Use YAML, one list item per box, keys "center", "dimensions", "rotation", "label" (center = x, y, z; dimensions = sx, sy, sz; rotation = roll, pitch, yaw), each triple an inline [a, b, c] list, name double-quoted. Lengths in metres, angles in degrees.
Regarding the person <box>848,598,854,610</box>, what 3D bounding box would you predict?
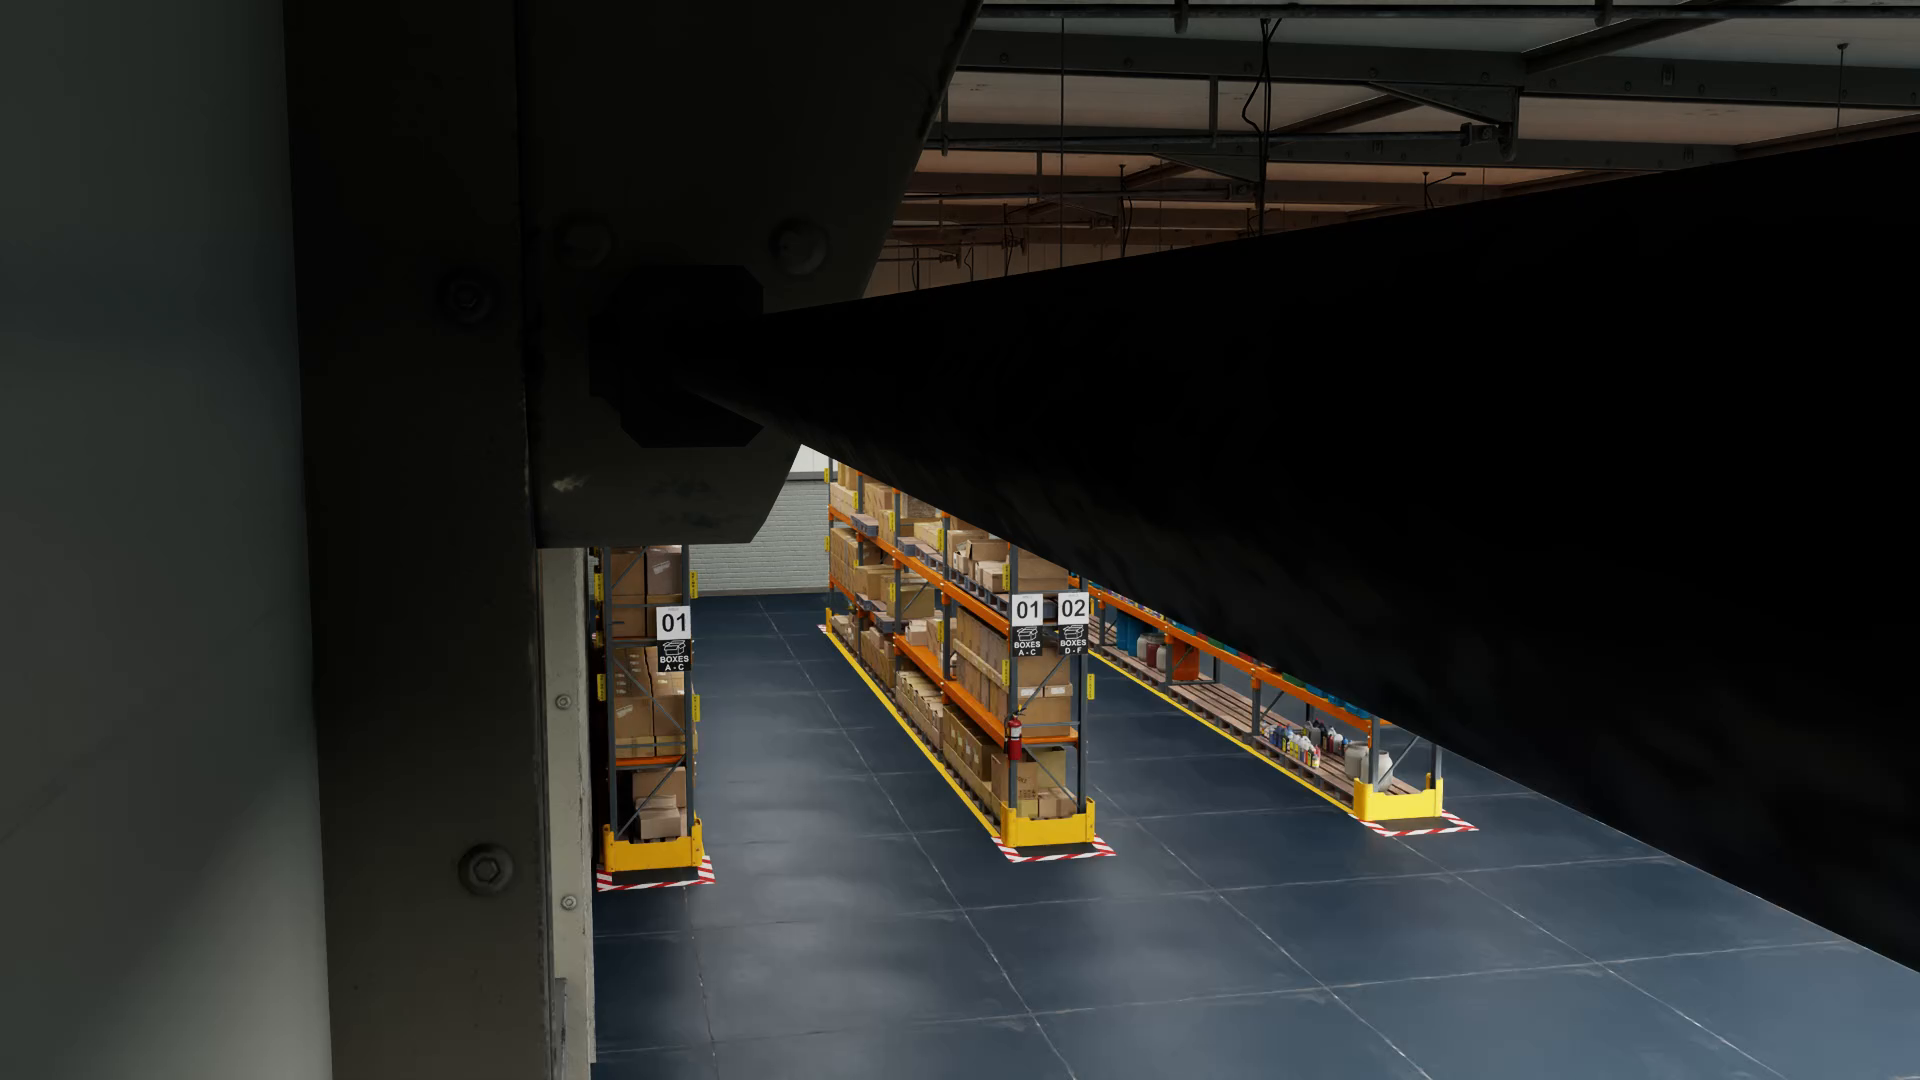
- center: [-2.551, 0.778, 39.408]
  dimensions: [0.675, 1.768, 0.431]
  rotation: [-6, 9, -39]
  label: "person"
